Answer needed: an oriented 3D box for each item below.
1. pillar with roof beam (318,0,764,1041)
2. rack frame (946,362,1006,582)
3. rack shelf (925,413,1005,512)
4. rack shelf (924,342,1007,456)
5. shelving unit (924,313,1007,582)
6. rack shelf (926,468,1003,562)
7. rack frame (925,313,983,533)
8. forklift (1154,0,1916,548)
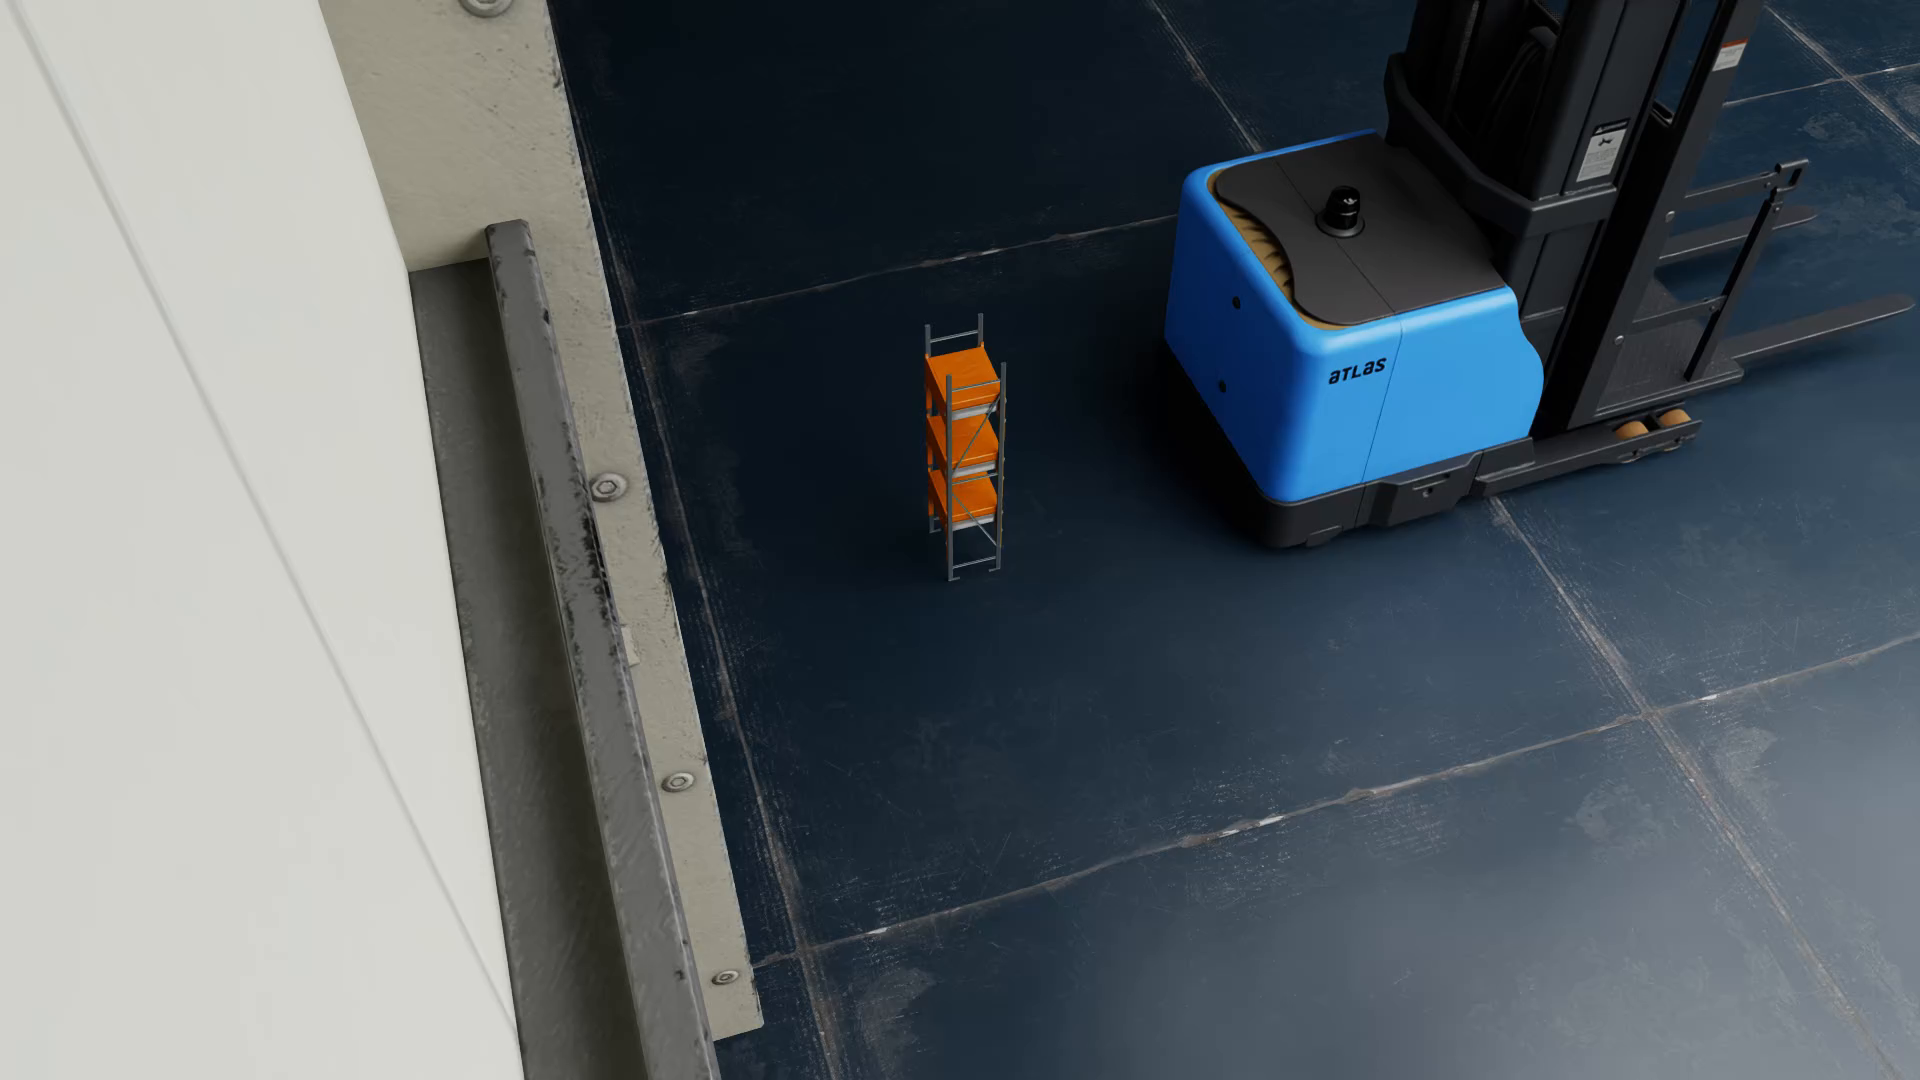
[{"bbox_3d":[3.317,-2.519,2.487,9.100,9.000,0.400,-13,51,-11],"label":"pillar with roof beam"},{"bbox_3d":[0.052,-0.210,5.741,0.200,1.050,0.008,-13,51,-11],"label":"rack frame"},{"bbox_3d":[0.016,-0.292,5.824,0.215,0.259,0.240,-13,51,-11],"label":"rack shelf"},{"bbox_3d":[0.016,-0.475,5.607,0.215,0.259,0.240,-13,51,-11],"label":"rack shelf"},{"bbox_3d":[0.016,-0.299,5.816,0.215,1.050,0.252,-13,51,-11],"label":"shelving unit"},{"bbox_3d":[0.016,-0.113,6.036,0.215,0.259,0.240,-13,51,-11],"label":"rack shelf"},{"bbox_3d":[-0.020,-0.388,5.891,0.200,1.050,0.008,-13,51,-11],"label":"rack frame"},{"bbox_3d":[2.357,-1.613,5.693,3.031,2.935,1.130,-15,52,-13],"label":"forklift"}]
